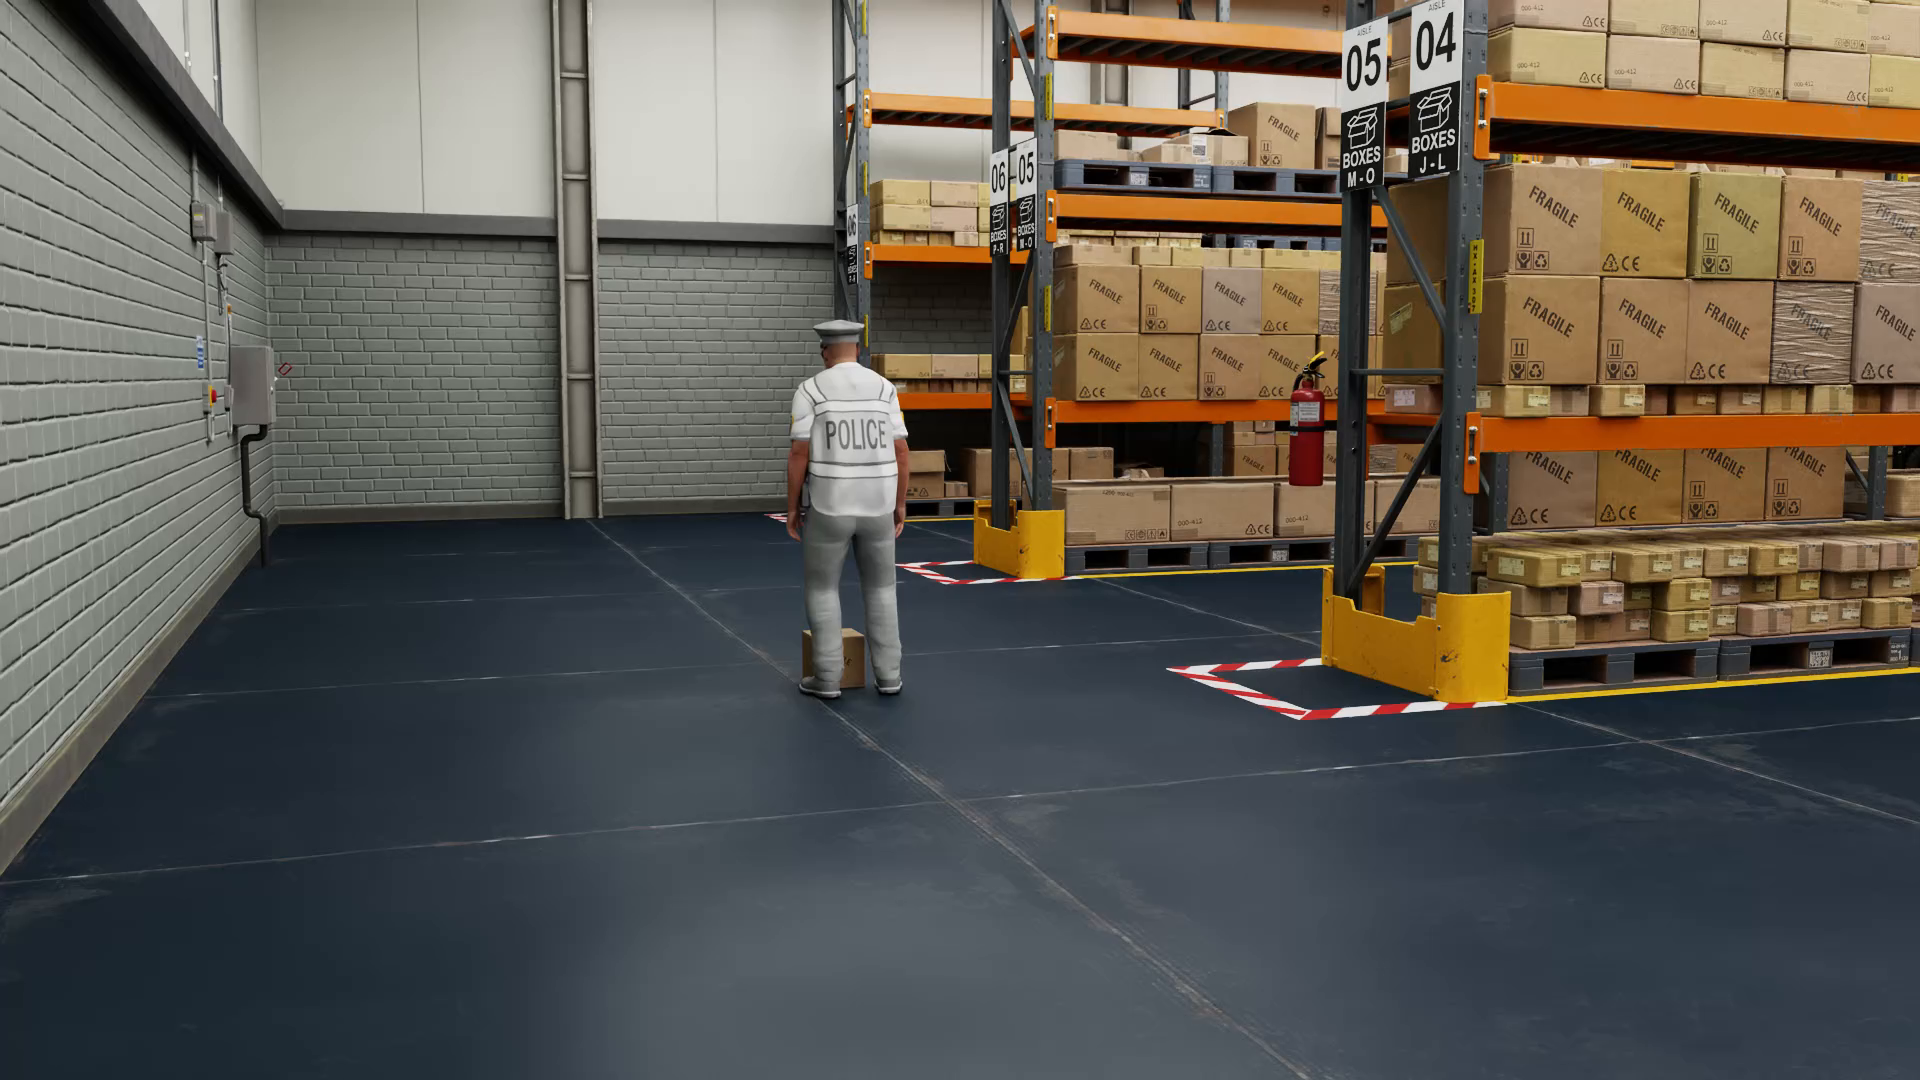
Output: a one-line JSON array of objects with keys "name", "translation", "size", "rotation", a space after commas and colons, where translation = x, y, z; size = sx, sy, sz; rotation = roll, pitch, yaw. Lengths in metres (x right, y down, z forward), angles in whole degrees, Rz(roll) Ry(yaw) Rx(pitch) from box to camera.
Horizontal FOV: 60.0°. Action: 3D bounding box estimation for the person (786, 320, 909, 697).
[{"name": "person", "translation": [-0.517, -0.145, 7.743], "size": [0.585, 1.747, 0.435], "rotation": [-2, 6, -18]}]
